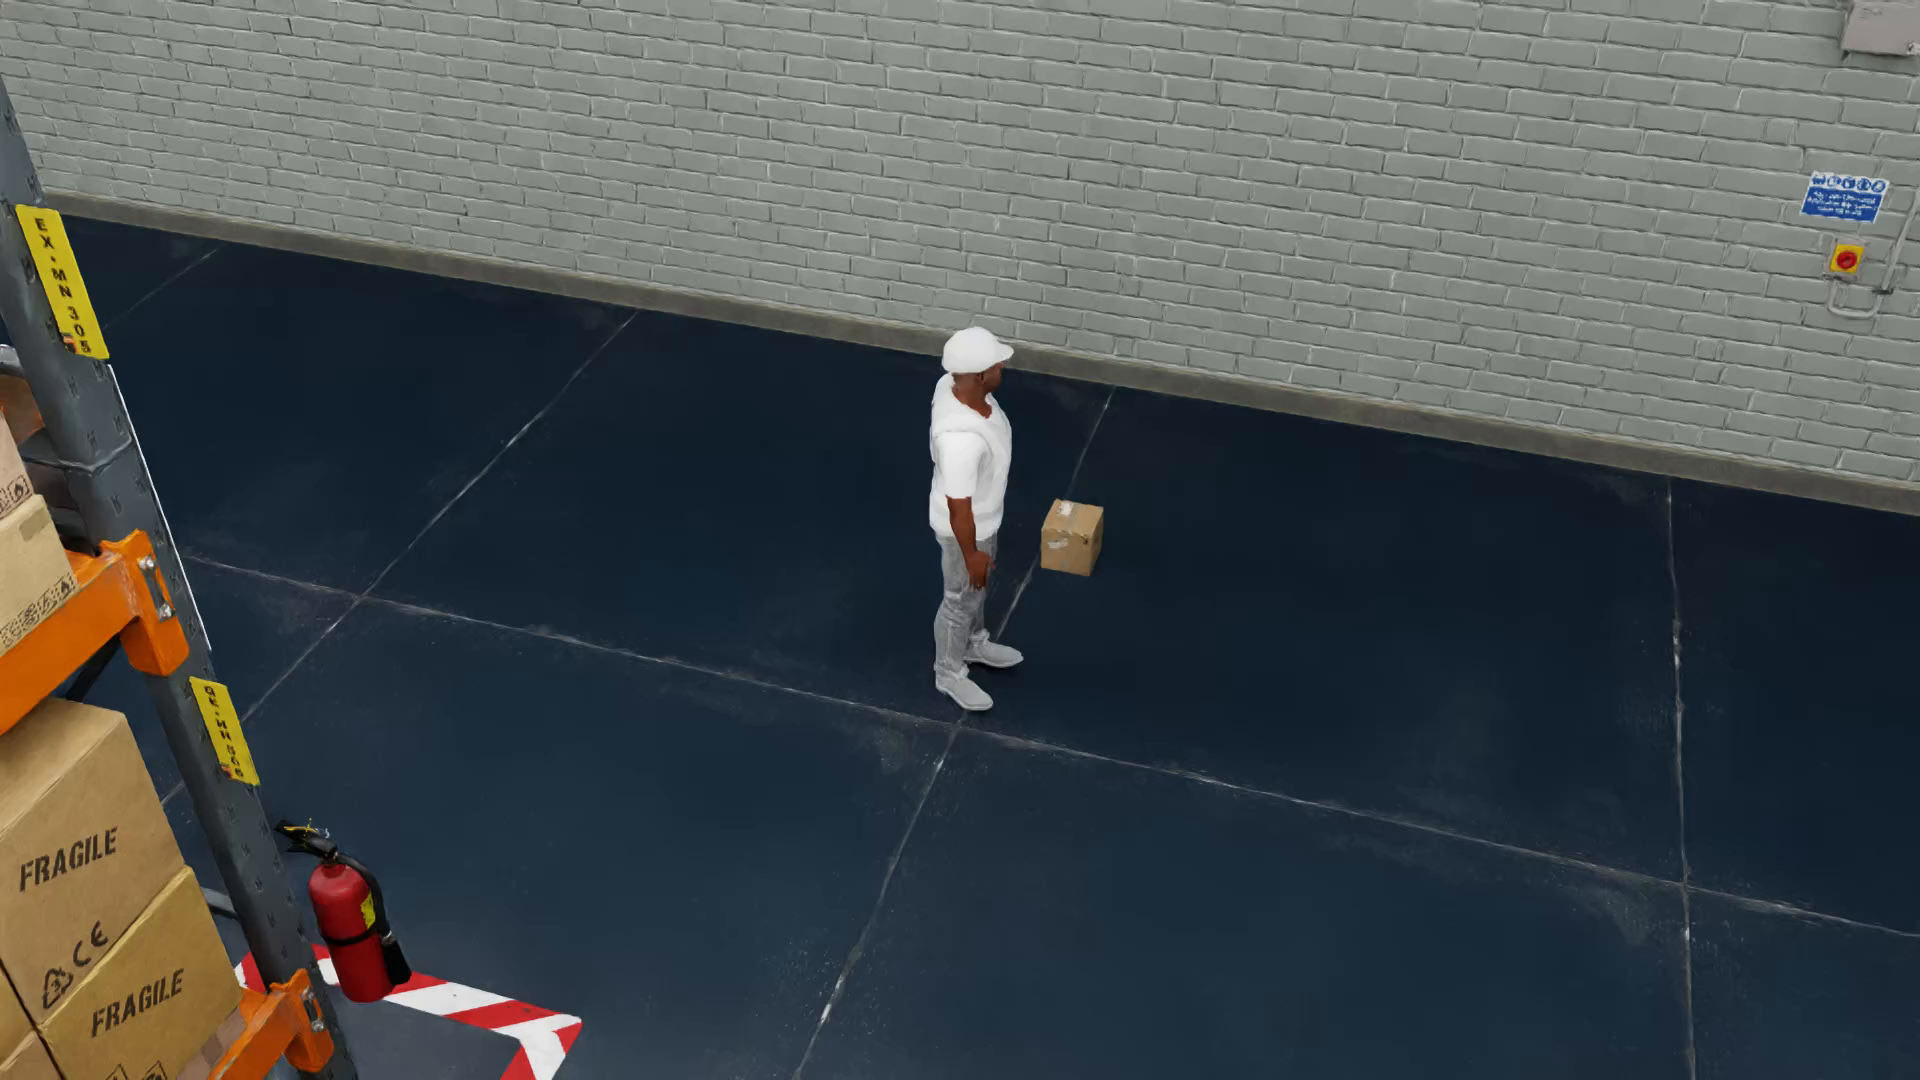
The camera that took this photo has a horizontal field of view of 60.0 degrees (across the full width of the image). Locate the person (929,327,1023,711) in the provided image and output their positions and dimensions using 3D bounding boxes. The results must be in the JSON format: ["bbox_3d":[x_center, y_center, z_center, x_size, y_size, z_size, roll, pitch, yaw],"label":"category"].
[{"bbox_3d":[0.072,-0.102,6.965,0.413,1.773,0.624,3,37,4],"label":"person"}]
